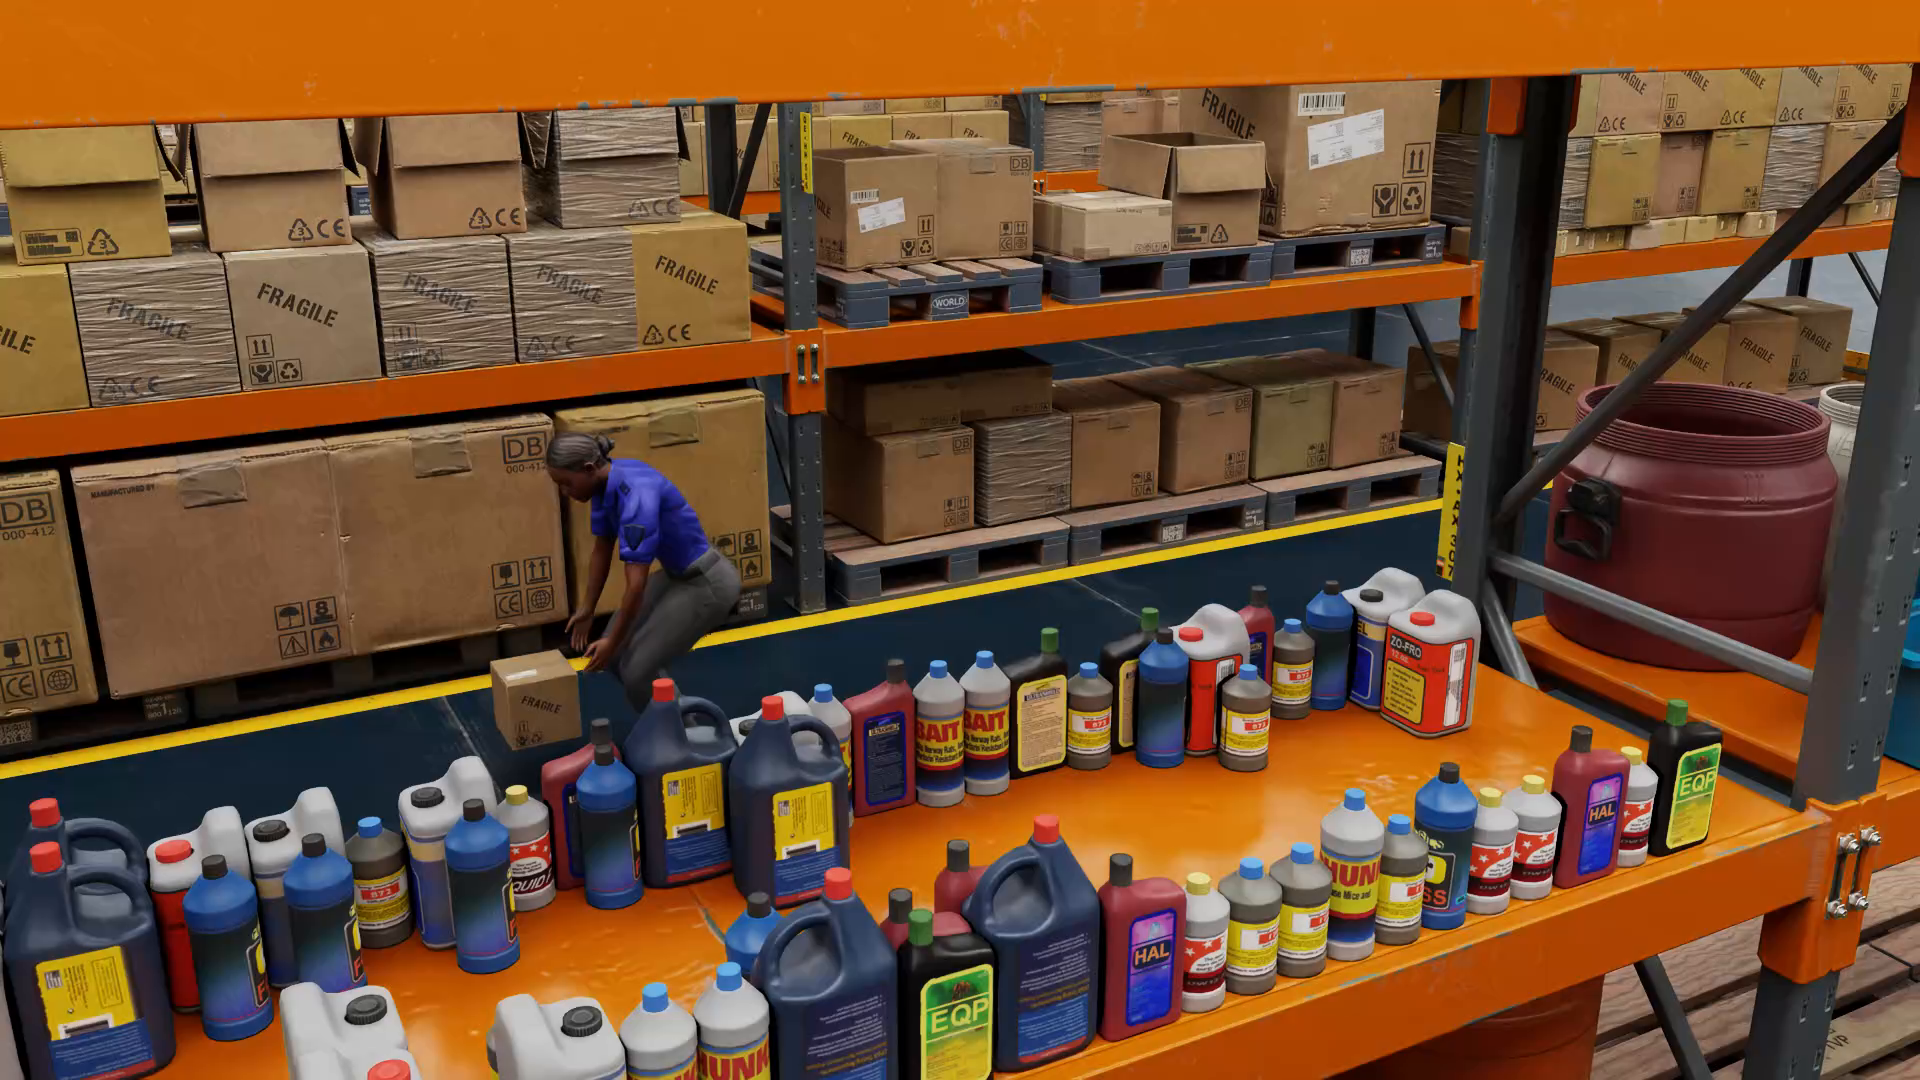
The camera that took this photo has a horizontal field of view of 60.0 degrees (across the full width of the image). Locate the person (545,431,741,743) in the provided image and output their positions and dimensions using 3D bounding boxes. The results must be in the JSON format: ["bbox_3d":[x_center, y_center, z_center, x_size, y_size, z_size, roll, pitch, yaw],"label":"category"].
[{"bbox_3d":[-1.116,0.213,5.999,0.667,1.308,0.497,-9,20,-24],"label":"person"}]
